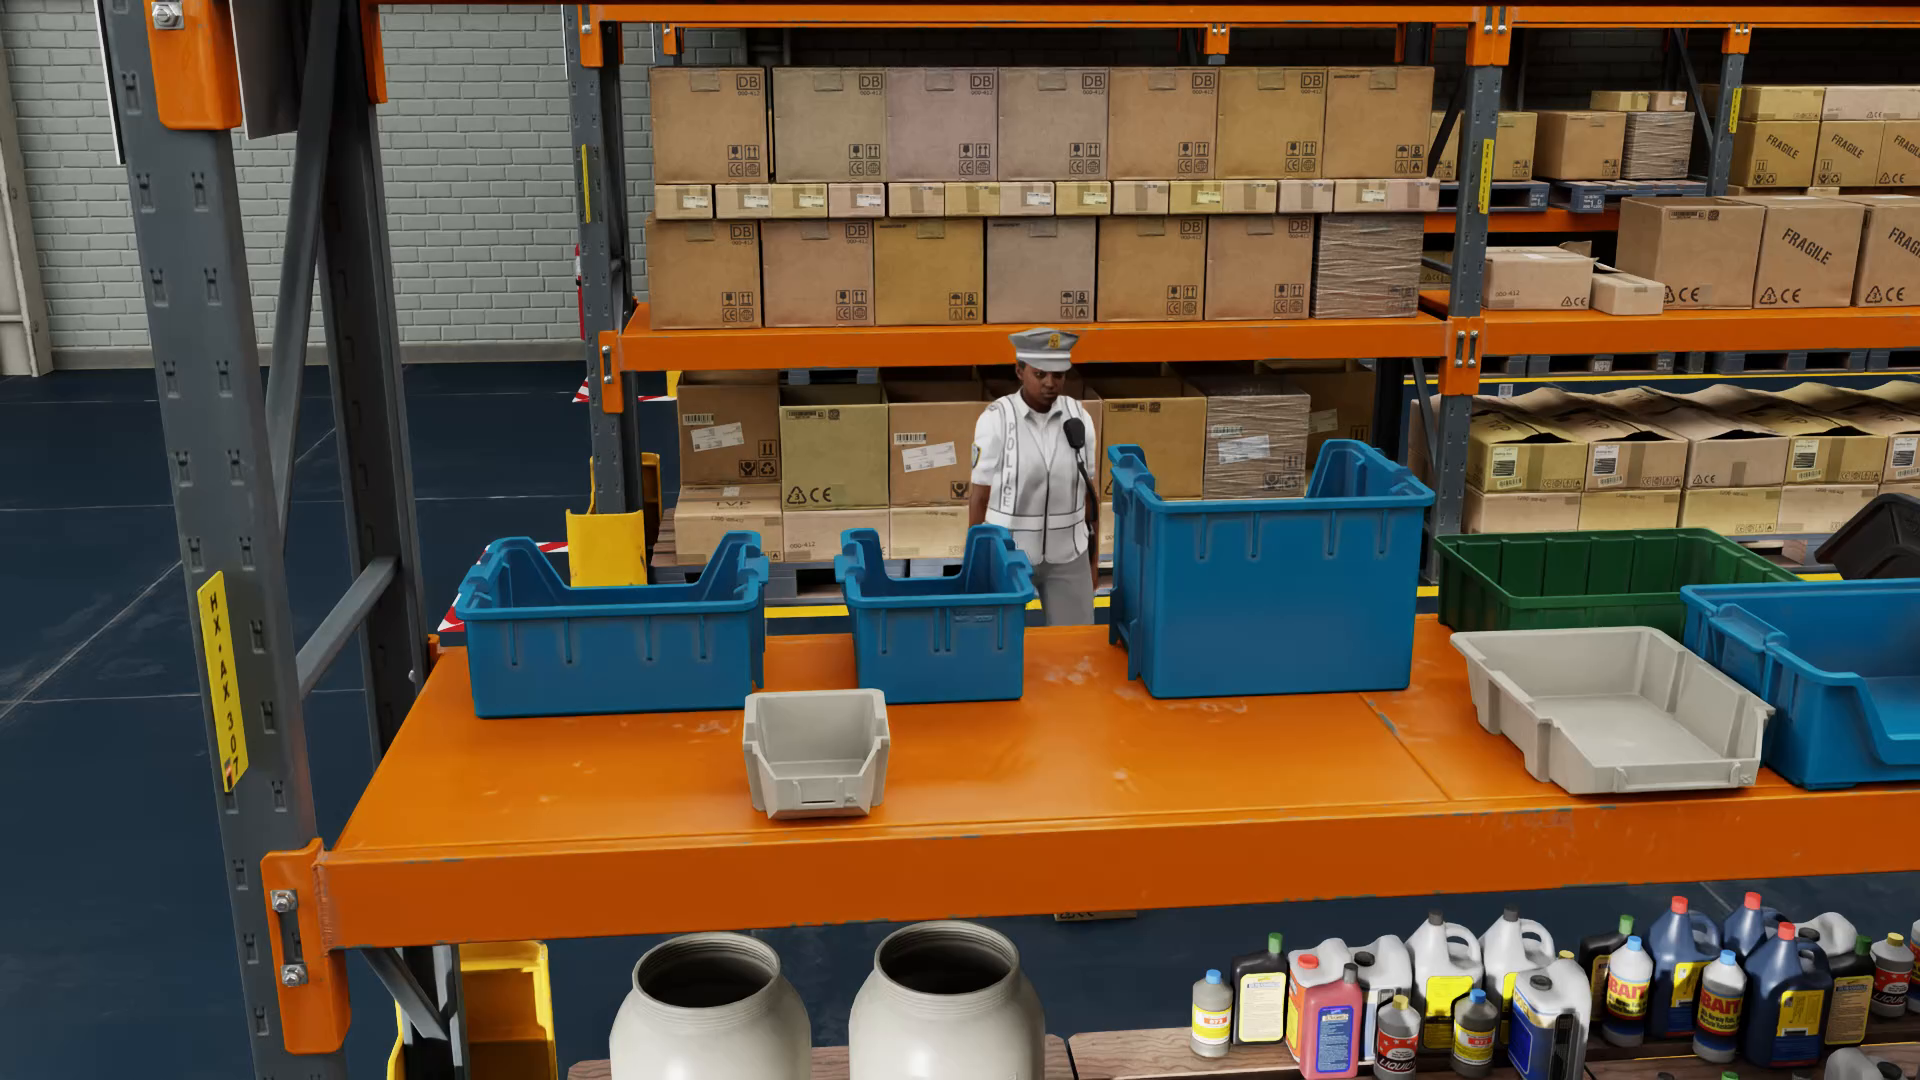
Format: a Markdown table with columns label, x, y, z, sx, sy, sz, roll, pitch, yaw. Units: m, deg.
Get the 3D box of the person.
| label | x | y | z | sx | sy | sz | roll | pitch | yaw |
| --- | --- | --- | --- | --- | --- | --- | --- | --- | --- |
| person | 0.253 | 0.077 | 5.766 | 0.488 | 1.658 | 0.744 | -4 | 17 | -11 |
